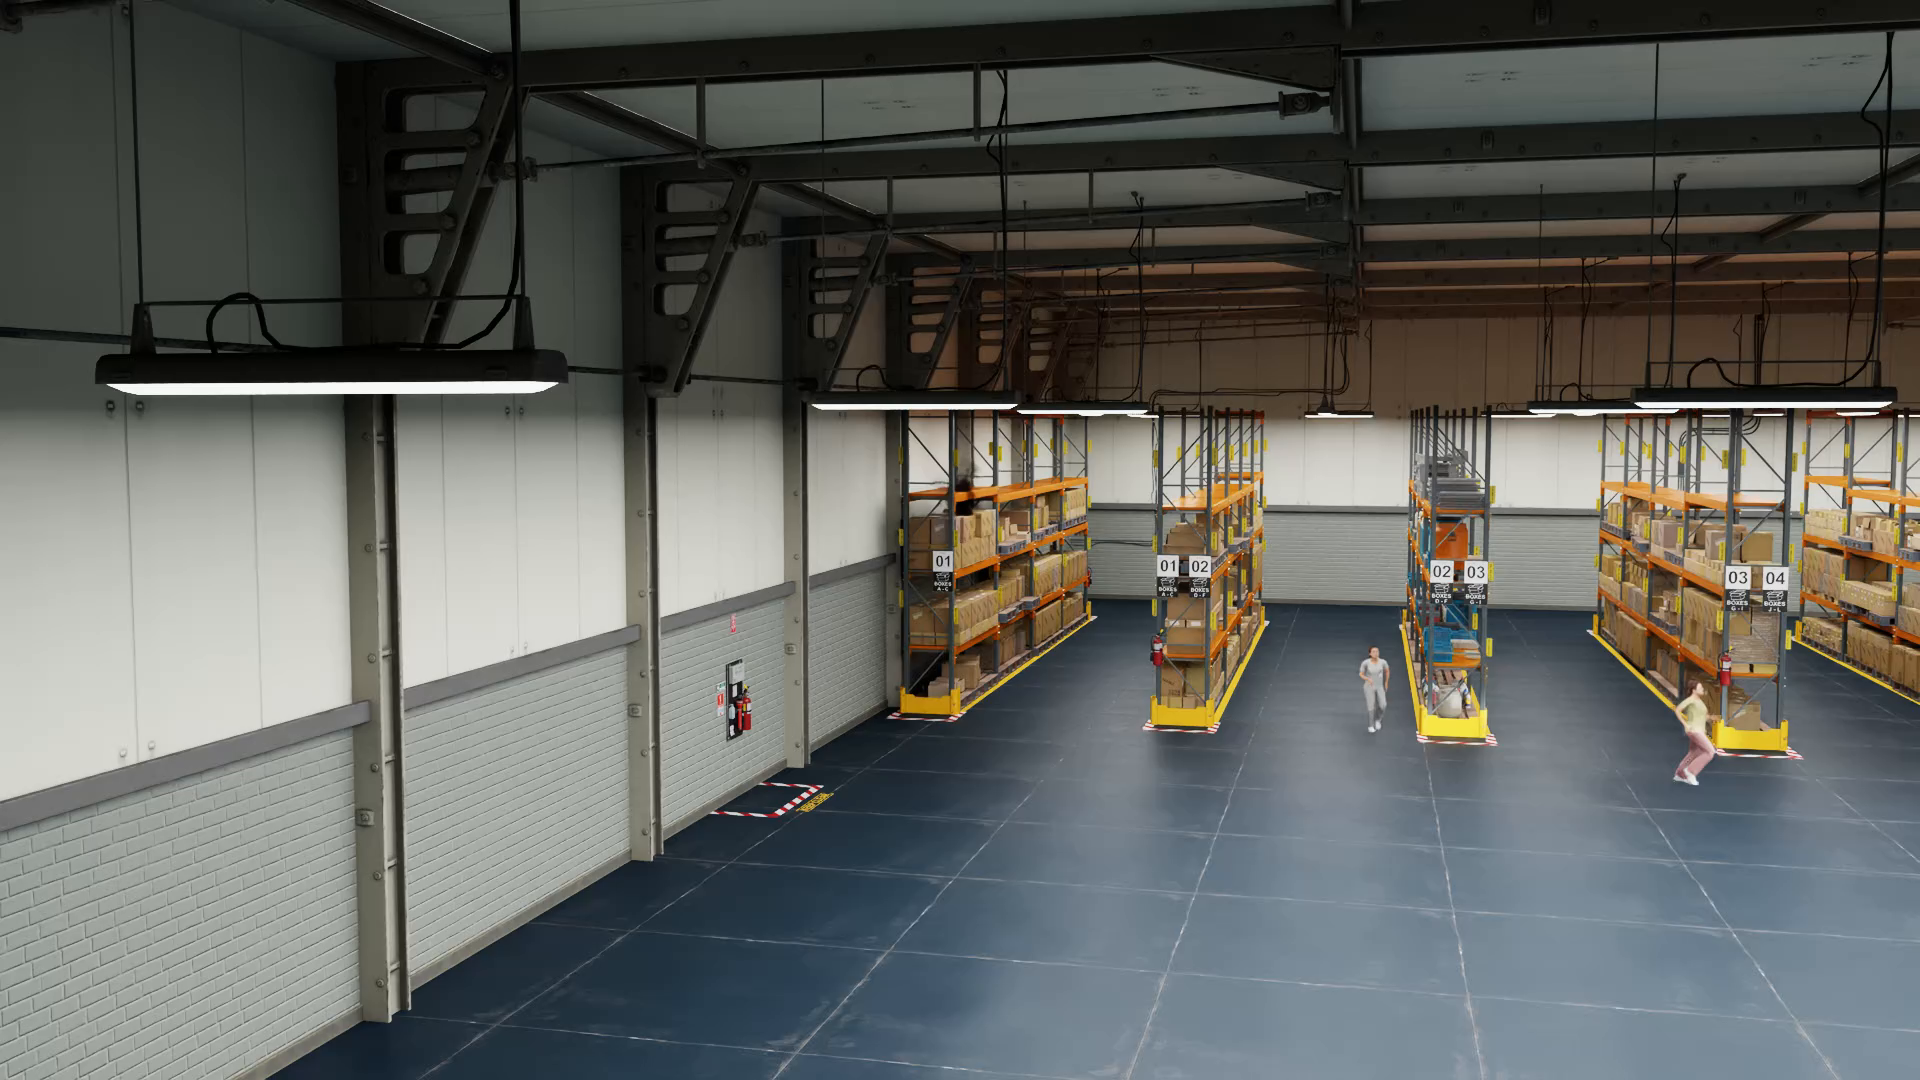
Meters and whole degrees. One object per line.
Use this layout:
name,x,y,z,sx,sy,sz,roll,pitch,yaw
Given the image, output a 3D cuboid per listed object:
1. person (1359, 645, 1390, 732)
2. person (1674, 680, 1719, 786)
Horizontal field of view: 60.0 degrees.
person,7.593,2.729,30.436,0.577,1.616,0.663,0,4,4
person,11.532,3.015,26.028,0.634,1.640,0.550,3,5,36
